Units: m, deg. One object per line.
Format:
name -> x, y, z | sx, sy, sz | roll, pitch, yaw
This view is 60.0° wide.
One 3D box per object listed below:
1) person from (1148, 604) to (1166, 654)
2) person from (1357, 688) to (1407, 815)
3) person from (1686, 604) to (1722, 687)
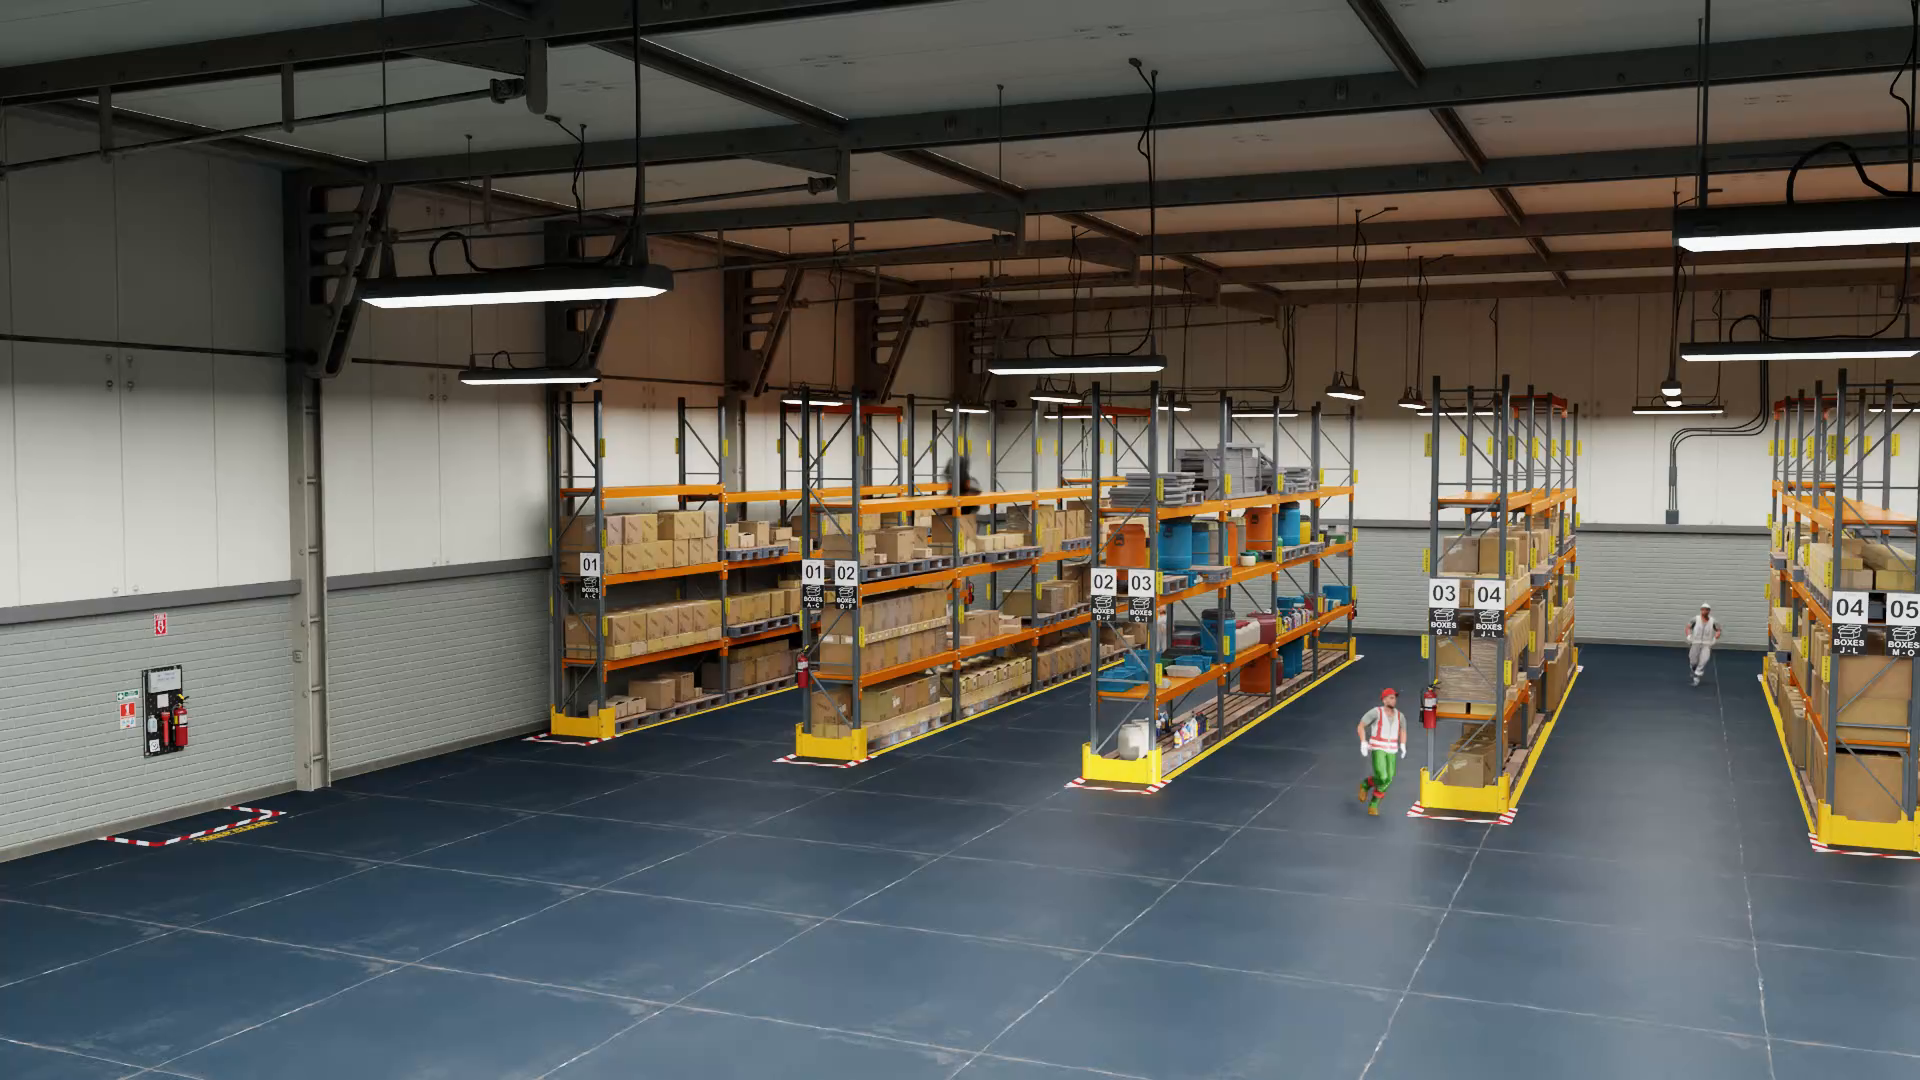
person -> 4.354, 2.169, 36.161 | 0.538, 1.669, 0.682 | 1, 3, 9
person -> 5.824, 2.891, 22.778 | 0.712, 1.703, 0.555 | -1, 3, -14
person -> 15.682, 2.207, 35.084 | 0.695, 1.739, 0.638 | 2, 4, 26
